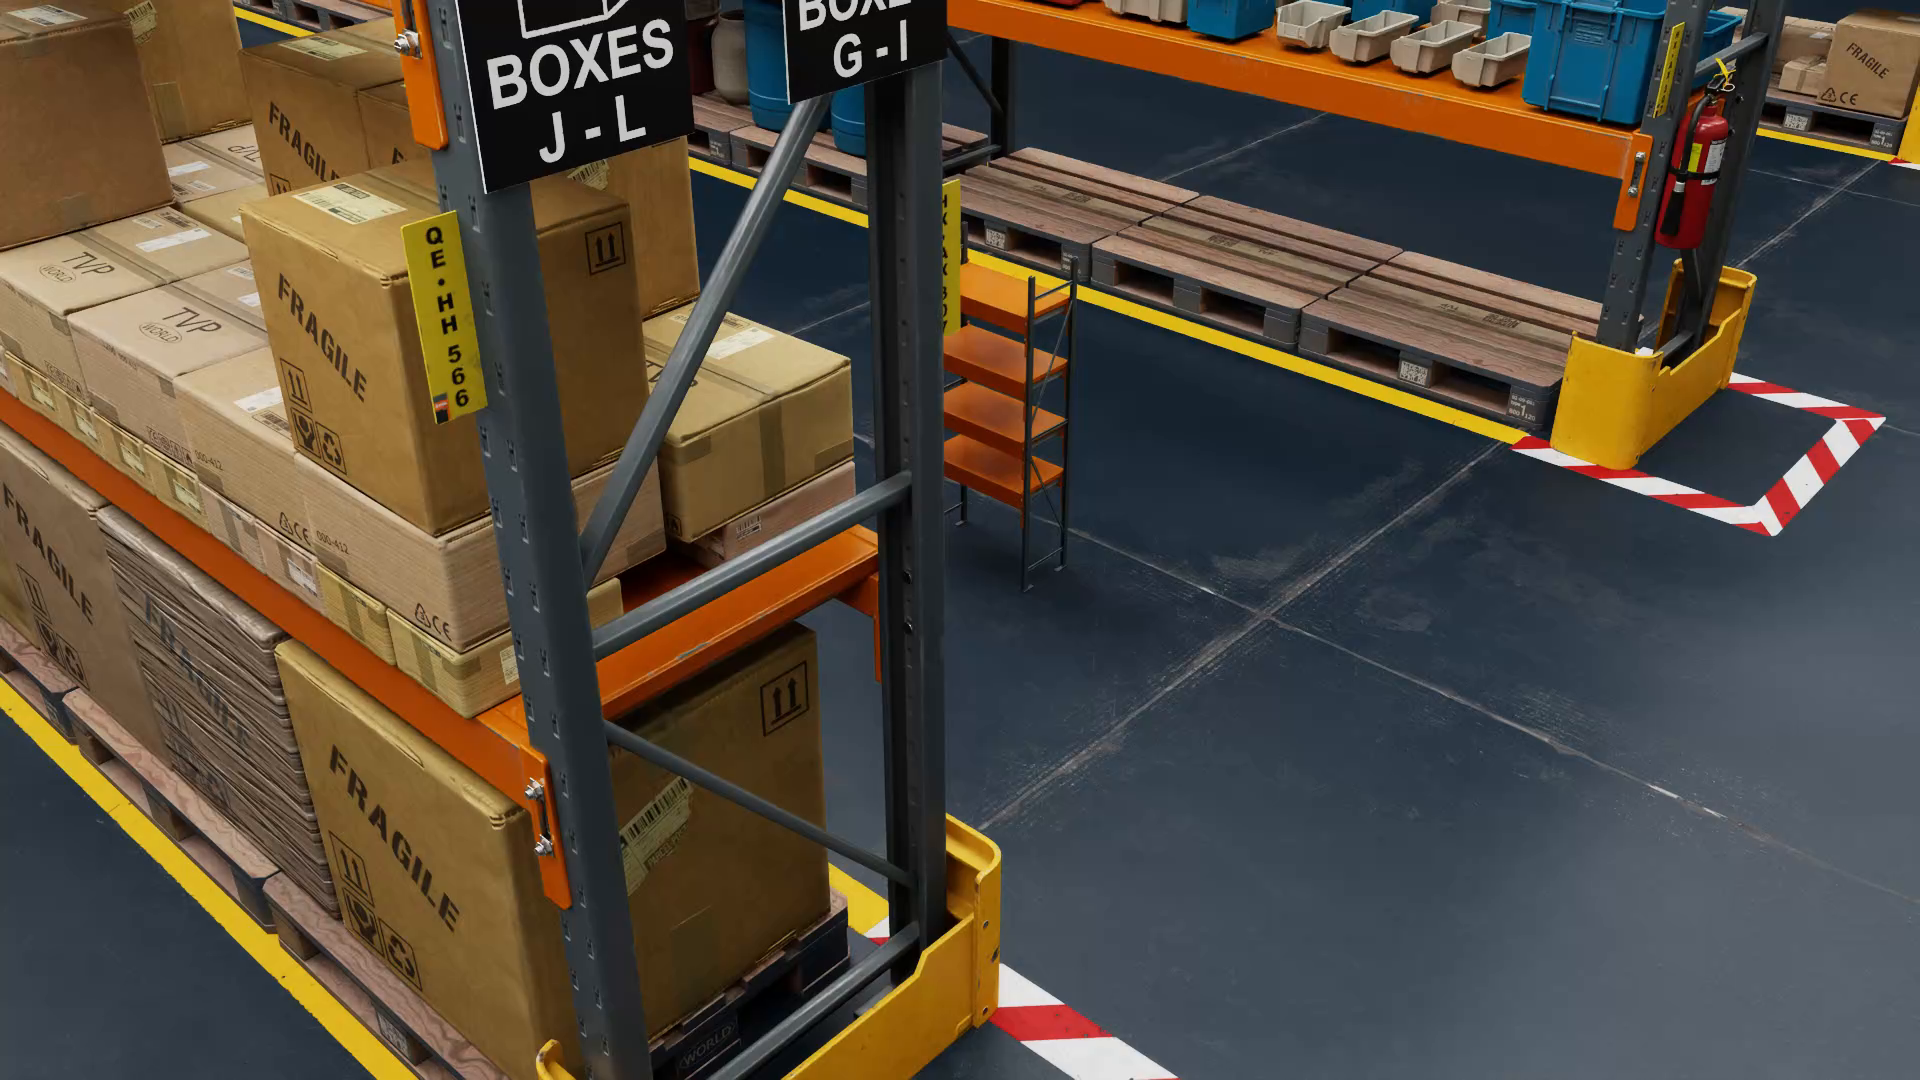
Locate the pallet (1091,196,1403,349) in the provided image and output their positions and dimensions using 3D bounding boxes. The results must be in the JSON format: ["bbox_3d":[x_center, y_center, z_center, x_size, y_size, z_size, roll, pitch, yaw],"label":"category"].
[{"bbox_3d":[1.427,-1.365,8.313,1.213,0.211,1.003,25,39,35],"label":"pallet"}]

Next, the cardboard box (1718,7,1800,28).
[{"bbox_3d":[5.285,-3.383,11.201,0.500,0.250,0.500,25,39,35],"label":"cardboard box"}]

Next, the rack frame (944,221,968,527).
[{"bbox_3d":[-0.058,-0.541,5.986,0.015,1.200,0.240,25,39,35],"label":"rack frame"}]

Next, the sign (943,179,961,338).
[{"bbox_3d":[-0.034,-0.558,3.353,0.005,0.325,0.100,25,39,35],"label":"sign"}]

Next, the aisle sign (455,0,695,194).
[{"bbox_3d":[-0.559,-0.917,2.345,0.004,0.787,0.394,25,39,35],"label":"aisle sign"}]

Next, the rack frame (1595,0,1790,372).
[{"bbox_3d":[2.912,-1.837,6.394,0.127,3.000,1.000,25,39,35],"label":"rack frame"}]

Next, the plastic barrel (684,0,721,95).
[{"bbox_3d":[-1.808,-3.199,10.587,0.708,0.588,0.600,25,39,35],"label":"plastic barrel"}]

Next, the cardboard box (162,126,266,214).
[{"bbox_3d":[-2.109,-0.984,4.833,0.500,0.250,0.500,26,40,36],"label":"cardboard box"}]

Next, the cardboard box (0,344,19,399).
[{"bbox_3d":[-2.419,-0.542,4.486,0.250,0.149,0.380,26,39,36],"label":"cardboard box"}]

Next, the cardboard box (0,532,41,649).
[{"bbox_3d":[-2.941,-0.338,5.557,0.875,0.875,0.875,25,39,35],"label":"cardboard box"}]

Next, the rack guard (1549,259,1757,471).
[{"bbox_3d":[2.939,-0.763,7.033,0.348,0.500,1.175,25,39,35],"label":"rack guard"}]

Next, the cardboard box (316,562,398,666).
[{"bbox_3d":[-1.090,0.078,3.456,0.250,0.149,0.380,25,39,36],"label":"cardboard box"}]

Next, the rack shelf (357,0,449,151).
[{"bbox_3d":[-1.894,-1.612,3.809,4.000,0.370,1.077,25,39,35],"label":"rack shelf"}]

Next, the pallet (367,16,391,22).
[{"bbox_3d":[-3.567,-3.694,12.182,1.213,0.211,1.003,25,39,35],"label":"pallet"}]

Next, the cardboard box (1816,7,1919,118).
[{"bbox_3d":[5.671,-2.942,10.225,0.500,0.500,0.500,25,39,35],"label":"cardboard box"}]

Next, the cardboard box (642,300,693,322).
[{"bbox_3d":[-0.976,-0.453,3.952,0.500,0.250,0.500,24,39,35],"label":"cardboard box"}]

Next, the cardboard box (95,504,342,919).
[{"bbox_3d":[-1.614,0.281,4.527,0.875,0.875,0.875,25,39,35],"label":"cardboard box"}]

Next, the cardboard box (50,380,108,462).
[{"bbox_3d":[-2.029,-0.362,4.187,0.250,0.149,0.380,26,40,36],"label":"cardboard box"}]

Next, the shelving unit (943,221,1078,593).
[{"bbox_3d":[0.123,-0.457,5.845,0.503,1.200,0.258,25,39,35],"label":"shelving unit"}]

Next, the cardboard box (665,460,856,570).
[{"bbox_3d":[-0.453,-0.085,3.726,0.250,0.149,0.380,26,39,36],"label":"cardboard box"}]

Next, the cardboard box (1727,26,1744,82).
[{"bbox_3d":[4.986,-3.175,10.855,0.500,0.250,0.500,25,39,35],"label":"cardboard box"}]

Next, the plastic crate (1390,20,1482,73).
[{"bbox_3d":[1.981,-2.069,6.976,0.243,0.136,0.396,25,39,35],"label":"plastic crate"}]

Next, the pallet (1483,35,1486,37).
[{"bbox_3d":[3.782,-3.682,12.161,1.213,0.211,1.003,25,39,35],"label":"pallet"}]

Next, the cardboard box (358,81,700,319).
[{"bbox_3d":[-0.957,-0.770,3.751,0.500,0.500,0.500,24,38,34],"label":"cardboard box"}]

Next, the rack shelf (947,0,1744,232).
[{"bbox_3d":[1.430,-2.221,7.729,4.000,0.370,1.077,25,39,35],"label":"rack shelf"}]

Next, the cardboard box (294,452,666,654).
[{"bbox_3d":[-0.949,-0.073,3.319,0.500,0.250,0.500,24,39,34],"label":"cardboard box"}]

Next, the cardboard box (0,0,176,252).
[{"bbox_3d":[-2.444,-1.097,4.294,0.500,0.500,0.500,24,38,34],"label":"cardboard box"}]

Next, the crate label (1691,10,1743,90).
[{"bbox_3d":[2.950,-2.003,6.772,0.303,0.233,0.416,25,39,35],"label":"crate label"}]

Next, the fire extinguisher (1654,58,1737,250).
[{"bbox_3d":[2.719,-1.418,6.134,0.183,0.674,0.296,25,39,35],"label":"fire extinguisher"}]

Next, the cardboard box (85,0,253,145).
[{"bbox_3d":[-2.488,-1.480,4.931,0.500,0.500,0.500,25,39,36],"label":"cardboard box"}]

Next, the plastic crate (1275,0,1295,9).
[{"bbox_3d":[1.440,-2.647,7.936,0.466,0.136,0.293,25,39,35],"label":"plastic crate"}]

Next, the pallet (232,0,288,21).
[{"bbox_3d":[-5.376,-4.539,13.585,1.213,0.211,1.003,25,39,35],"label":"pallet"}]

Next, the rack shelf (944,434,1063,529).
[{"bbox_3d":[0.123,-0.229,5.982,0.480,0.148,0.258,25,39,35],"label":"rack shelf"}]

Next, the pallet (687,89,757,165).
[{"bbox_3d":[-1.506,-2.732,10.584,1.213,0.211,1.003,25,39,35],"label":"pallet"}]

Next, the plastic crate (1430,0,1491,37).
[{"bbox_3d":[2.265,-2.339,7.424,0.298,0.136,0.250,25,39,35],"label":"plastic crate"}]

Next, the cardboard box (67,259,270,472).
[{"bbox_3d":[-1.702,-0.425,3.904,0.500,0.250,0.500,24,38,34],"label":"cardboard box"}]

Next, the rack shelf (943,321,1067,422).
[{"bbox_3d":[0.123,-0.591,5.765,0.480,0.148,0.258,25,39,35],"label":"rack shelf"}]

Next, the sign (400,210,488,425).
[{"bbox_3d":[-0.786,-0.338,2.551,0.005,0.325,0.100,25,39,35],"label":"sign"}]

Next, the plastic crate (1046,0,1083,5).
[{"bbox_3d":[0.440,-2.870,7.989,0.583,0.464,0.402,25,39,35],"label":"plastic crate"}]

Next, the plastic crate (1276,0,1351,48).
[{"bbox_3d":[1.526,-2.251,7.279,0.250,0.136,0.298,25,39,35],"label":"plastic crate"}]

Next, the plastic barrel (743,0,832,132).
[{"bbox_3d":[-0.970,-2.942,9.857,0.708,0.901,0.600,25,39,35],"label":"plastic barrel"}]

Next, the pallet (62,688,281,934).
[{"bbox_3d":[-1.957,0.582,5.078,1.213,0.211,1.003,25,39,35],"label":"pallet"}]
